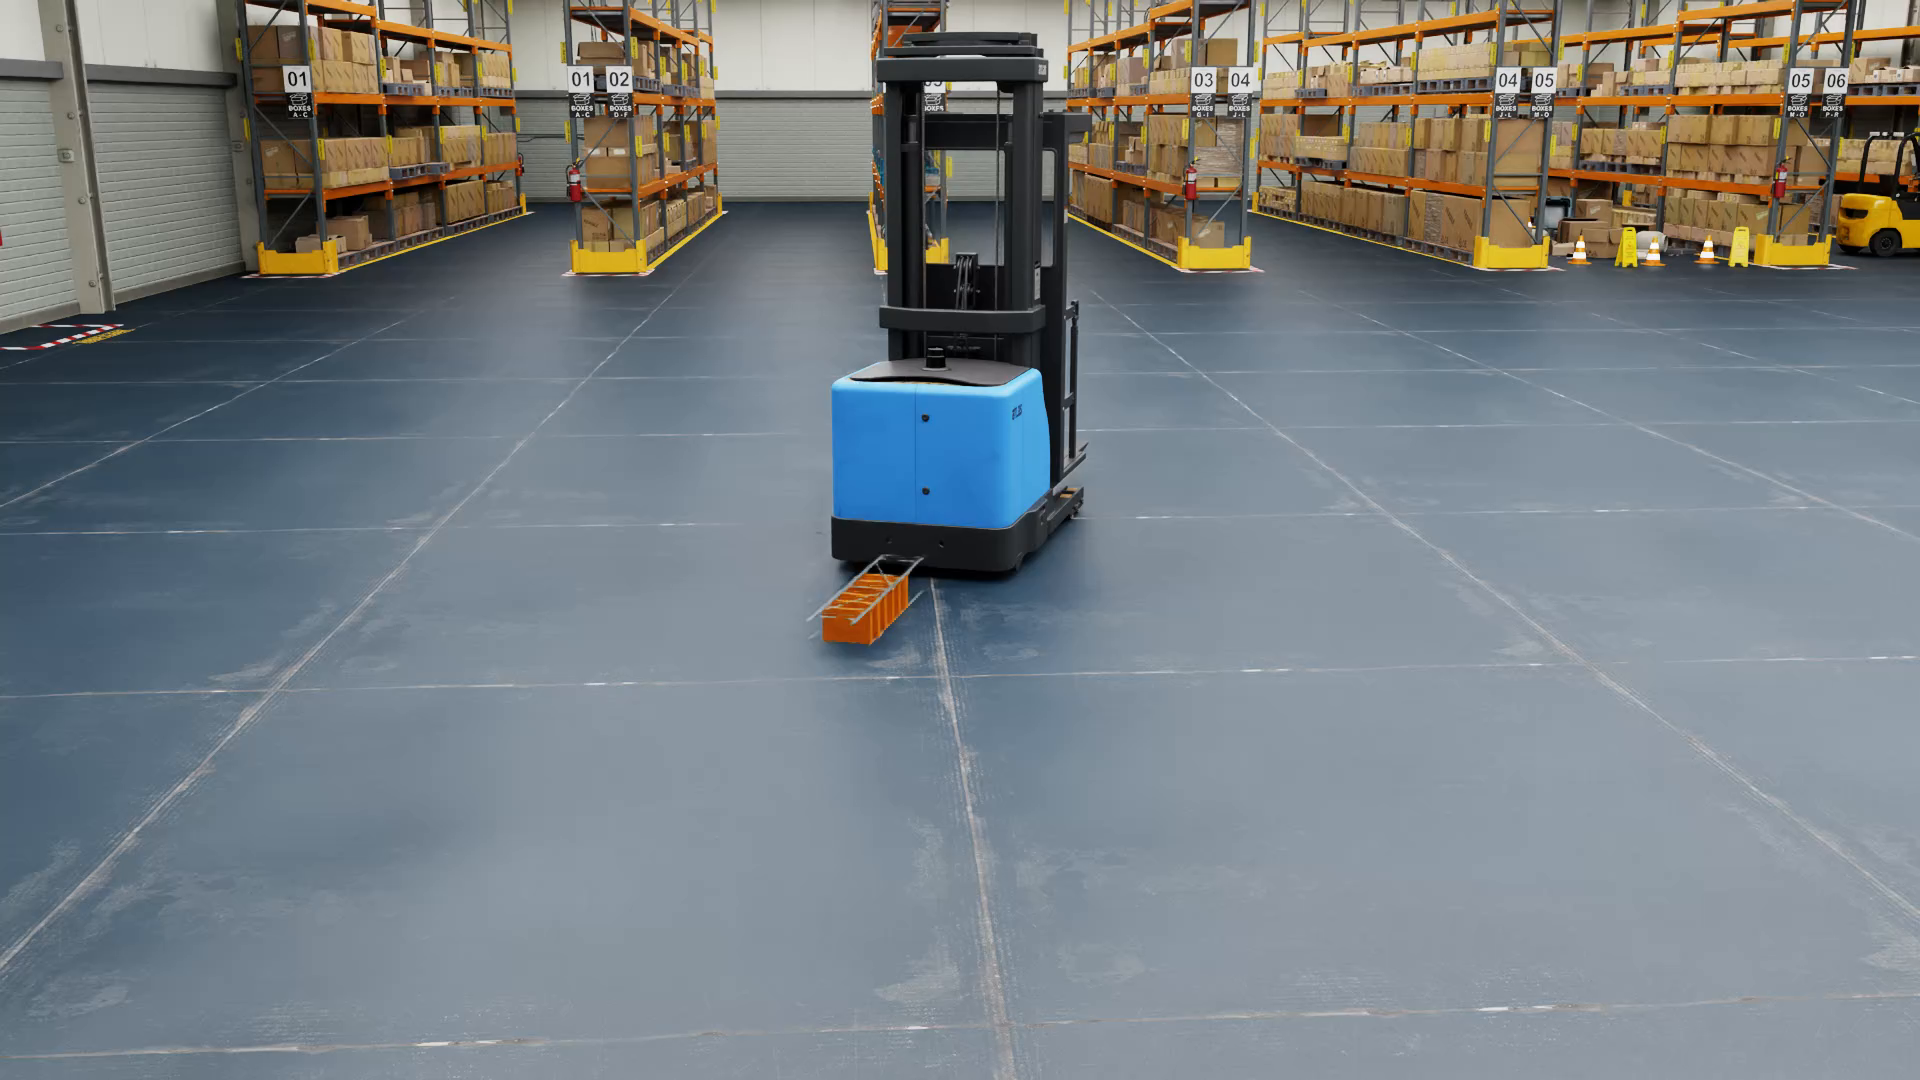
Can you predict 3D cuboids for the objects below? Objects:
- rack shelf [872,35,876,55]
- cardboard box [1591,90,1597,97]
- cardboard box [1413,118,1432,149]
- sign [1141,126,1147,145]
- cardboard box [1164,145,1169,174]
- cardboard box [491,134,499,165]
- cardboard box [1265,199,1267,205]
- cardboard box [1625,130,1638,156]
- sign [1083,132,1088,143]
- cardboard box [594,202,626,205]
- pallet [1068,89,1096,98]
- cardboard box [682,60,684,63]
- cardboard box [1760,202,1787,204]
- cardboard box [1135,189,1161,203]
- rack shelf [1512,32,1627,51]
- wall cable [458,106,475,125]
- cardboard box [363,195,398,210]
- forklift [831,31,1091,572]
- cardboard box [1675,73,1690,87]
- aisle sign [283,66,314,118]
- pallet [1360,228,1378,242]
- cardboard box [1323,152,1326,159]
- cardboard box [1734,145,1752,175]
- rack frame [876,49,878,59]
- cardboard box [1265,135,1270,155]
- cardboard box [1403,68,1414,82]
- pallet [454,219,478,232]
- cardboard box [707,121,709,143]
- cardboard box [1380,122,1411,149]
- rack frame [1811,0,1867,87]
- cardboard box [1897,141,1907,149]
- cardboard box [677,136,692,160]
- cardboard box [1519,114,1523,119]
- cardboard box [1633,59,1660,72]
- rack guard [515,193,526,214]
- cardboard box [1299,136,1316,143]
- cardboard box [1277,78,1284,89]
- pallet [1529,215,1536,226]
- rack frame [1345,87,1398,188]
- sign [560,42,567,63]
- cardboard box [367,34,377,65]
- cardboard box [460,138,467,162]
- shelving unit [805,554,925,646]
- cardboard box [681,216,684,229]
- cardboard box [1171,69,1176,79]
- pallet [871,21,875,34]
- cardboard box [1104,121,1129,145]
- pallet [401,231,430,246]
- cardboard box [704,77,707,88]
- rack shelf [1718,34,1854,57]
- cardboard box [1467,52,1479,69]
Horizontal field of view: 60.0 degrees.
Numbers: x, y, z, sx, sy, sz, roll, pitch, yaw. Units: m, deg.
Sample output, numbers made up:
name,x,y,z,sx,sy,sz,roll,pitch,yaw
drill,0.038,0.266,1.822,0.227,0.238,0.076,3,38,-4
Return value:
name,x,y,z,sx,sy,sz,roll,pitch,yaw
rack shelf,-1.348,-10.736,35.942,1.077,0.370,4.000,-1,14,-3
cardboard box,13.460,-9.355,34.851,0.380,0.149,0.250,-1,14,-3
cardboard box,8.912,-7.512,30.735,0.875,0.550,0.550,-1,14,-3
sign,3.413,-7.509,30.866,0.100,0.325,0.005,-1,14,-3
cardboard box,4.050,-6.664,29.111,0.875,0.500,0.500,-1,14,-3
cardboard box,-11.417,-9.180,39.082,0.980,0.700,0.700,-1,14,-5
cardboard box,7.991,-8.617,42.376,0.380,0.149,0.250,-1,14,-4
cardboard box,13.542,-7.869,32.951,0.500,0.500,0.500,0,14,-2
sign,2.917,-9.396,38.628,0.100,0.325,0.005,-1,14,-3
cardboard box,-6.142,-5.671,29.220,0.500,0.500,0.500,-1,14,-3
pallet,3.280,-11.167,41.567,1.003,0.211,1.213,-1,14,-3
cardboard box,-6.394,-10.256,36.602,0.600,0.600,0.600,-1,14,-4
cardboard box,14.293,-5.691,29.297,0.500,0.500,0.500,-1,14,-6
cardboard box,3.834,-7.020,33.919,0.500,0.250,0.500,1,14,3
rack shelf,13.486,-10.966,36.833,1.077,0.370,4.000,-1,14,-3
wall cable,-12.631,-10.508,42.809,0.084,1.984,1.851,-1,14,-3
cardboard box,-10.957,-6.386,31.455,0.500,0.250,0.500,-1,14,-5
forklift,0.171,-1.569,10.241,1.130,2.935,3.031,4,15,15
cardboard box,13.612,-8.521,30.808,0.500,0.250,0.500,-1,14,-5
aisle sign,-10.313,-6.979,25.914,0.394,0.787,0.004,-1,14,-3
pallet,8.722,-6.153,33.518,1.003,0.211,1.213,-1,14,-3
cardboard box,8.145,-8.389,36.272,0.380,0.149,0.250,-1,14,-4
cardboard box,13.771,-6.563,28.718,0.500,0.500,0.500,-1,14,-3
rack frame,-1.224,-10.781,33.869,1.000,3.000,0.127,-1,14,-3
cardboard box,7.991,-9.937,41.831,0.500,0.500,0.500,-1,14,-3
cardboard box,8.720,-8.814,31.501,0.500,0.250,0.500,-1,14,-3
pallet,-11.158,-6.872,36.313,1.003,0.211,1.213,-1,14,-3
cardboard box,-6.228,-9.705,39.520,0.500,0.500,0.500,-1,14,-5
cardboard box,8.792,-8.044,33.064,0.700,0.500,0.500,-1,14,-4
rack frame,18.564,-11.088,35.062,1.000,3.000,0.127,-1,14,-3
cardboard box,18.535,-7.696,32.415,0.380,0.149,0.250,-1,14,-4
cardboard box,-6.186,-8.437,35.756,0.700,0.500,0.500,2,15,7
cardboard box,13.570,-10.093,39.724,0.380,0.149,0.250,-1,14,-3
cardboard box,13.610,-9.332,32.710,0.500,0.250,0.500,-1,14,-3
rack guard,-11.609,-8.508,42.090,1.175,0.500,0.348,-1,14,-3
cardboard box,8.017,-9.194,38.207,0.380,0.149,0.250,0,14,-2
cardboard box,8.034,-11.121,40.507,0.500,0.250,0.500,-1,14,-6
pallet,13.564,-7.255,37.799,1.003,0.211,1.213,-1,14,-3
rack frame,8.676,-8.004,35.114,1.000,3.000,0.127,-1,14,-3
sign,-6.215,-7.649,26.097,0.100,0.325,0.005,-1,14,-3
cardboard box,-10.563,-8.603,29.174,0.500,0.500,0.500,-2,15,-8
cardboard box,-10.980,-8.433,35.944,0.500,0.500,0.500,0,14,-2
shelving unit,-0.459,0.326,8.389,0.258,0.189,1.200,4,15,14
cardboard box,-5.857,-6.417,33.621,0.500,0.250,0.500,-1,14,-4
cardboard box,3.813,-7.924,28.284,0.380,0.149,0.250,-2,15,-6
pallet,-1.238,-10.676,34.642,1.213,0.211,1.003,-1,14,-3
cardboard box,3.604,-8.997,36.762,0.797,0.503,0.637,0,14,-2
pallet,-10.993,-5.875,32.438,1.003,0.211,1.213,-1,14,-3
cardboard box,-6.251,-10.791,39.224,0.500,0.250,0.500,-1,14,-3
rack shelf,18.440,-11.043,37.135,1.077,0.370,4.000,-1,14,-3
cardboard box,8.832,-8.032,27.864,0.500,0.250,0.500,-1,14,-3
